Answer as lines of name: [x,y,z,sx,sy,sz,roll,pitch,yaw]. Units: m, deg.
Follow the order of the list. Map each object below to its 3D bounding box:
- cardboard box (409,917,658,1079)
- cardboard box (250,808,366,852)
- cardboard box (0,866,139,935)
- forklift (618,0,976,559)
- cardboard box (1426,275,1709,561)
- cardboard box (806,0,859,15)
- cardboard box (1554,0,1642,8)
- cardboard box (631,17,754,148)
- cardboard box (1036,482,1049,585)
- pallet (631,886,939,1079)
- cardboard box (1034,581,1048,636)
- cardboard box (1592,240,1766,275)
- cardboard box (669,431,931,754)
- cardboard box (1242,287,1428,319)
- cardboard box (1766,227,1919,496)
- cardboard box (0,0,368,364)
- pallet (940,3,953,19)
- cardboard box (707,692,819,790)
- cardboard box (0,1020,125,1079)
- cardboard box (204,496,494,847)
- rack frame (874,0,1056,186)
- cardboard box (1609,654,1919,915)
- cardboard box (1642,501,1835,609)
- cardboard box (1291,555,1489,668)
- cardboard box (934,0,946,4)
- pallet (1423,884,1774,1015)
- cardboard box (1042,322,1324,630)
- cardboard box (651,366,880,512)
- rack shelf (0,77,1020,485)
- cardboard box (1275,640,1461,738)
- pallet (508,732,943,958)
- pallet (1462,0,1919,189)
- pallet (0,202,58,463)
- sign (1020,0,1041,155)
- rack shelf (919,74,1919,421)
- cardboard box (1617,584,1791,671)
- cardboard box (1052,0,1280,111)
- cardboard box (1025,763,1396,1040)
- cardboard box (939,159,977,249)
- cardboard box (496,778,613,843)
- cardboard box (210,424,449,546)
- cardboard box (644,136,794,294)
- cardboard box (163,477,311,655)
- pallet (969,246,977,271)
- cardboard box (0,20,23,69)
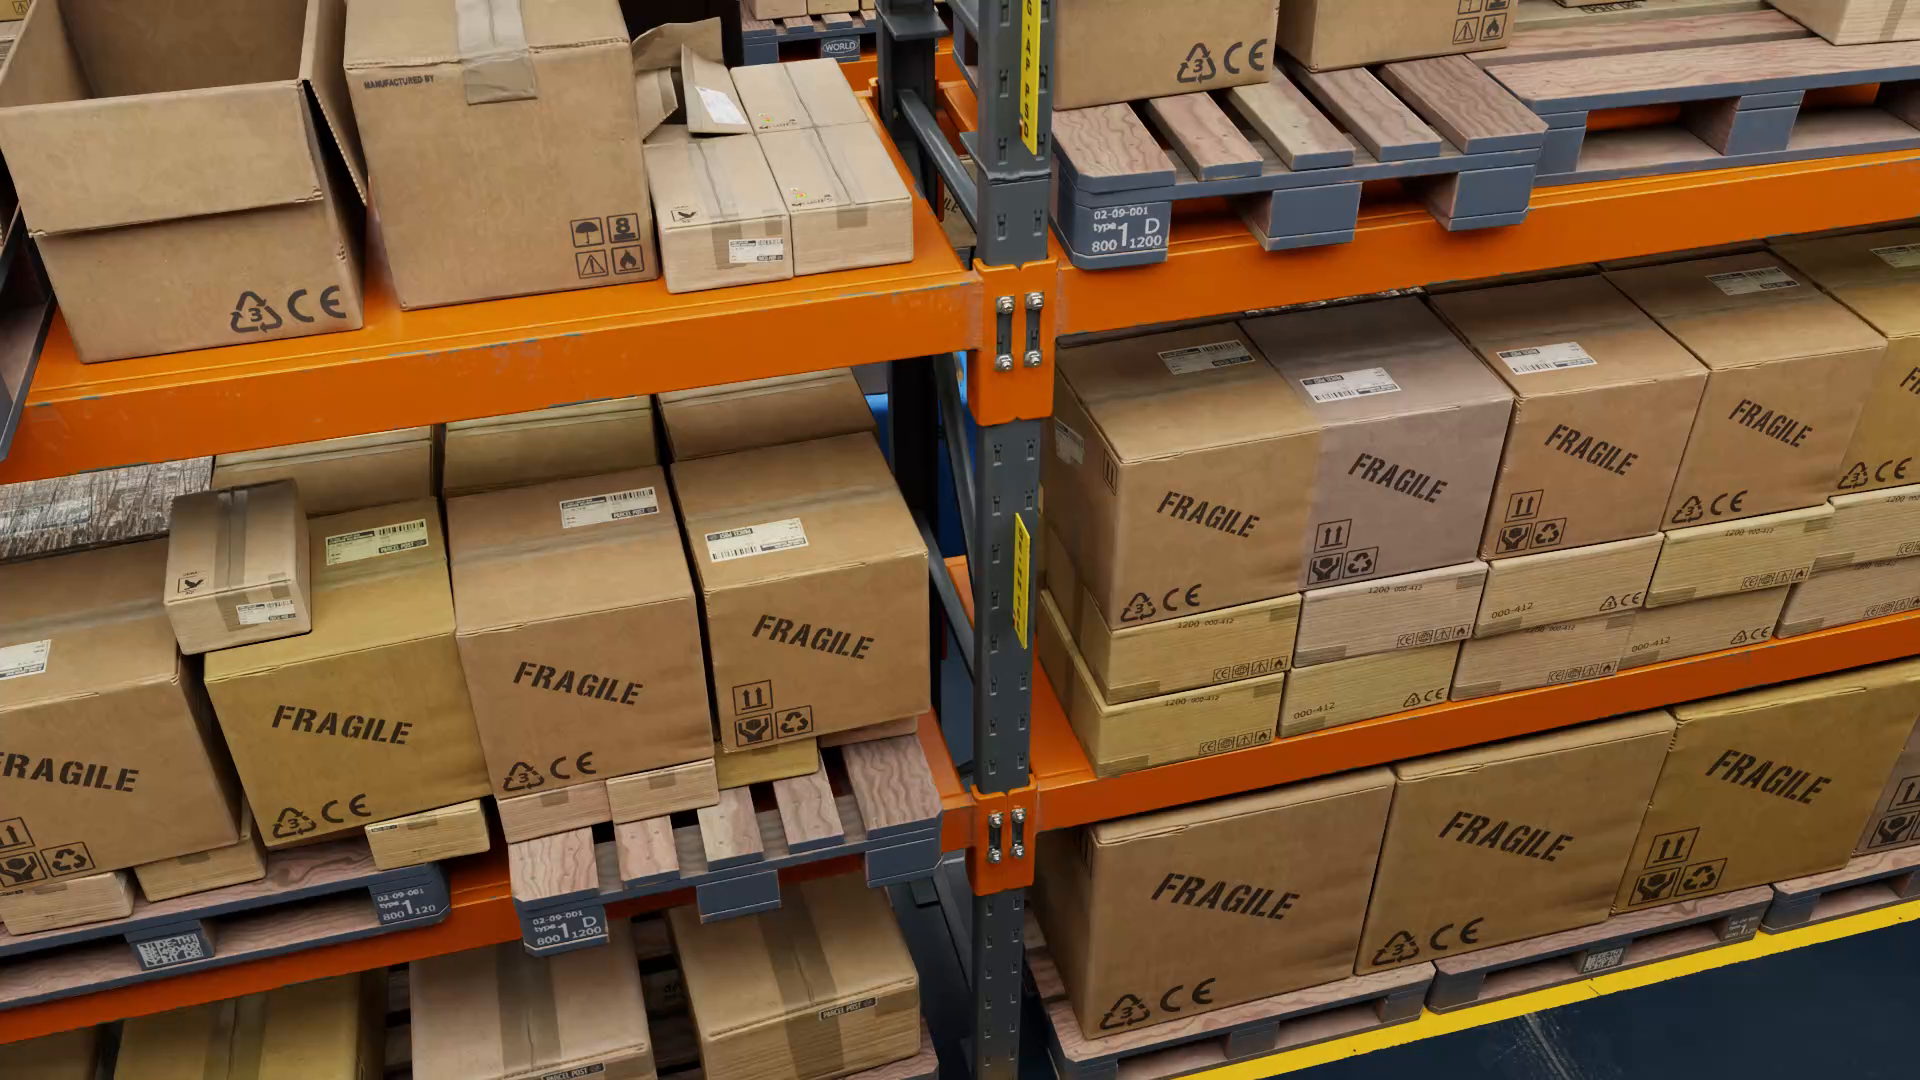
cardboard box: [-1.271,1.288,4.914,0.625,0.372,0.950,-10,39,-13]
cardboard box: [-1.522,0.533,3.946,0.250,0.149,0.380,-9,38,-12]
cardboard box: [-1.993,0.680,3.753,0.250,0.149,0.380,-8,38,-10]
forklift: [-1.464,-1.014,6.163,3.031,2.935,1.130,-6,38,-8]
cardboard box: [1.507,-0.323,4.298,0.500,0.500,0.500,-8,38,-11]
cardboard box: [-0.658,-2.743,8.229,0.250,0.149,0.380,-8,38,-10]
cardboard box: [1.613,-1.641,4.030,0.500,0.500,0.500,-9,38,-12]
cardboard box: [-0.608,-0.941,3.654,0.258,0.266,0.396,-9,38,-12]
cardboard box: [0.388,-0.159,4.701,0.500,0.250,0.500,-9,38,-12]
pallet: [-0.768,1.436,5.198,1.213,0.211,1.003,-9,38,-12]
cardboard box: [0.407,0.033,4.861,0.500,0.250,0.500,-11,39,-14]
cardboard box: [1.883,-0.703,4.795,0.500,0.500,0.500,-10,39,-13]
cardboard box: [-0.379,0.116,3.956,0.500,0.500,0.500,-10,39,-13]
cardboard box: [0.911,-0.552,4.598,0.500,0.500,0.500,-9,38,-11]
cardboard box: [2.491,-0.491,4.518,0.500,0.500,0.500,-8,38,-11]
cardboard box: [-1.478,-0.768,3.231,0.637,0.503,0.797,-9,38,-12]
pallet: [0.499,-2.943,8.786,1.213,0.211,1.003,-9,38,-12]
cardboard box: [-0.508,0.414,4.101,0.250,0.149,0.380,-9,38,-11]
cardboard box: [-2.676,1.516,4.616,0.625,0.372,0.950,-7,38,-9]
cardboard box: [-1.363,0.285,3.735,0.500,0.500,0.500,-12,39,-15]
rack frame: [-0.013,-2.177,2.689,0.127,3.000,1.000,-9,38,-12]
cardboard box: [2.401,0.542,5.475,0.875,0.875,0.875,-8,38,-11]
cardboard box: [2.017,-0.094,4.616,0.500,0.250,0.500,-9,38,-11]
cardboard box: [1.040,0.050,4.427,0.500,0.250,0.500,-8,38,-11]
cardboard box: [-0.137,-2.830,8.342,0.250,0.149,0.380,-8,38,-10]
pallet: [1.943,1.042,5.714,1.213,0.211,1.003,-9,38,-12]
cardboard box: [0.527,-0.166,4.092,0.500,0.500,0.500,-11,39,-13]
cardboard box: [-0.508,-0.183,4.348,0.500,0.500,0.500,-10,39,-13]
rack shelf: [-1.944,-0.383,3.405,4.000,0.370,1.077,-9,38,-12]
cardboard box: [1.016,0.244,4.586,0.500,0.250,0.500,-10,39,-13]
pallet: [-0.673,0.458,4.341,1.003,0.211,1.213,-9,38,-12]
pallet: [1.674,-1.222,4.066,1.213,0.211,1.003,-8,38,-10]
pallet: [-2.251,-0.479,3.093,1.003,0.211,1.213,-9,38,-12]
sign: [0.126,-0.872,3.027,0.005,0.325,0.100,-9,38,-12]
rack shelf: [1.918,-1.016,4.233,4.000,0.370,1.077,-9,38,-12]
cardboard box: [2.000,0.084,4.795,0.500,0.250,0.500,-9,38,-12]
cardboard box: [0.312,-1.341,3.635,0.637,0.503,0.797,-12,39,-15]
cardboard box: [0.675,0.822,5.109,0.875,0.875,0.875,-10,38,-12]
cardboard box: [-0.167,-1.900,8.976,0.500,0.500,0.500,-9,38,-11]
cardboard box: [-0.985,0.515,3.969,0.250,0.149,0.380,-11,39,-14]
cardboard box: [-1.520,-0.008,4.119,0.500,0.500,0.500,-9,38,-11]
cardboard box: [-0.500,-0.668,3.393,0.250,0.149,0.380,-9,38,-12]
cardboard box: [-1.519,0.048,3.511,0.250,0.149,0.380,-11,39,-14]
pallet: [0.529,-1.888,9.544,1.213,0.211,1.003,-9,38,-12]
cardboard box: [-4.198,-2.093,7.436,0.500,0.500,0.500,-9,38,-12]
